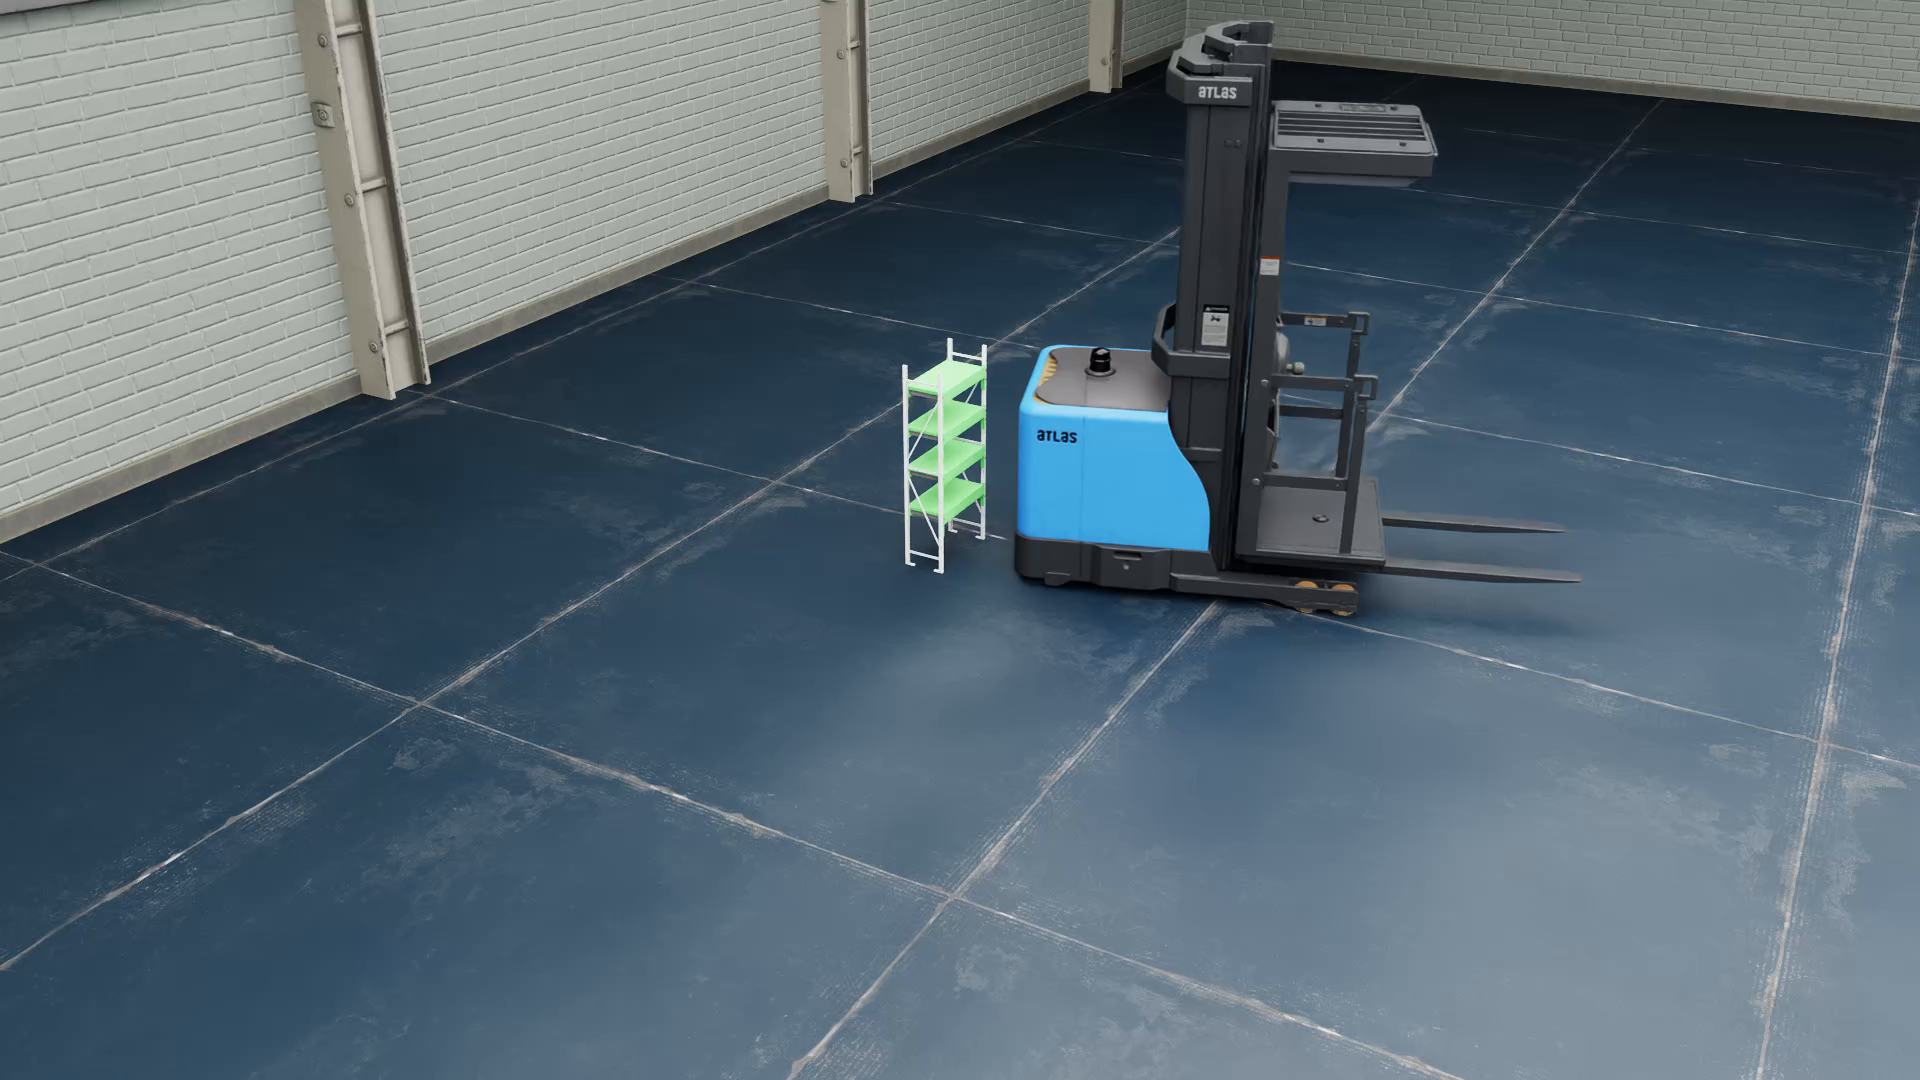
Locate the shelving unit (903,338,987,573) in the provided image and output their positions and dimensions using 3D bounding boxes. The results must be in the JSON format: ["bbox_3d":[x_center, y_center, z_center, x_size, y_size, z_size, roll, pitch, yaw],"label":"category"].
[{"bbox_3d":[-0.081,-0.472,9.353,0.258,1.200,0.503,14,30,26],"label":"shelving unit"}]

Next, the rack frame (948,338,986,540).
[{"bbox_3d":[0.039,-0.567,9.542,0.240,1.200,0.015,14,30,26],"label":"rack frame"}]

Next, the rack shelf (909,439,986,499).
[{"bbox_3d":[-0.081,-0.415,9.381,0.258,0.148,0.480,14,30,26],"label":"rack shelf"}]

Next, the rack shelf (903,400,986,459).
[{"bbox_3d":[-0.081,-0.629,9.274,0.258,0.148,0.480,14,30,26],"label":"rack shelf"}]

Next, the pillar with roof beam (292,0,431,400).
[{"bbox_3d":[-0.304,-4.173,8.034,9.100,9.000,0.400,14,30,26],"label":"pillar with roof beam"}]

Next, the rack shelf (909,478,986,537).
[{"bbox_3d":[-0.081,-0.200,9.489,0.258,0.148,0.480,14,30,26],"label":"rack shelf"}]

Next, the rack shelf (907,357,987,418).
[{"bbox_3d":[-0.081,-0.844,9.166,0.258,0.148,0.480,14,30,26],"label":"rack shelf"}]

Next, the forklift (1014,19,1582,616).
[{"bbox_3d":[1.868,-1.162,8.796,3.031,2.935,1.130,5,27,9],"label":"forklift"}]

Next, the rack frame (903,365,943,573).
[{"bbox_3d":[-0.201,-0.377,9.163,0.240,1.200,0.015,14,30,26],"label":"rack frame"}]

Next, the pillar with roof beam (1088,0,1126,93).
[{"bbox_3d":[5.599,-8.850,17.376,9.100,9.000,0.400,14,30,26],"label":"pillar with roof beam"}]

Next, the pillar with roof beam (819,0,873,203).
[{"bbox_3d":[2.648,-6.512,12.705,9.100,9.000,0.400,14,30,26],"label":"pillar with roof beam"}]
